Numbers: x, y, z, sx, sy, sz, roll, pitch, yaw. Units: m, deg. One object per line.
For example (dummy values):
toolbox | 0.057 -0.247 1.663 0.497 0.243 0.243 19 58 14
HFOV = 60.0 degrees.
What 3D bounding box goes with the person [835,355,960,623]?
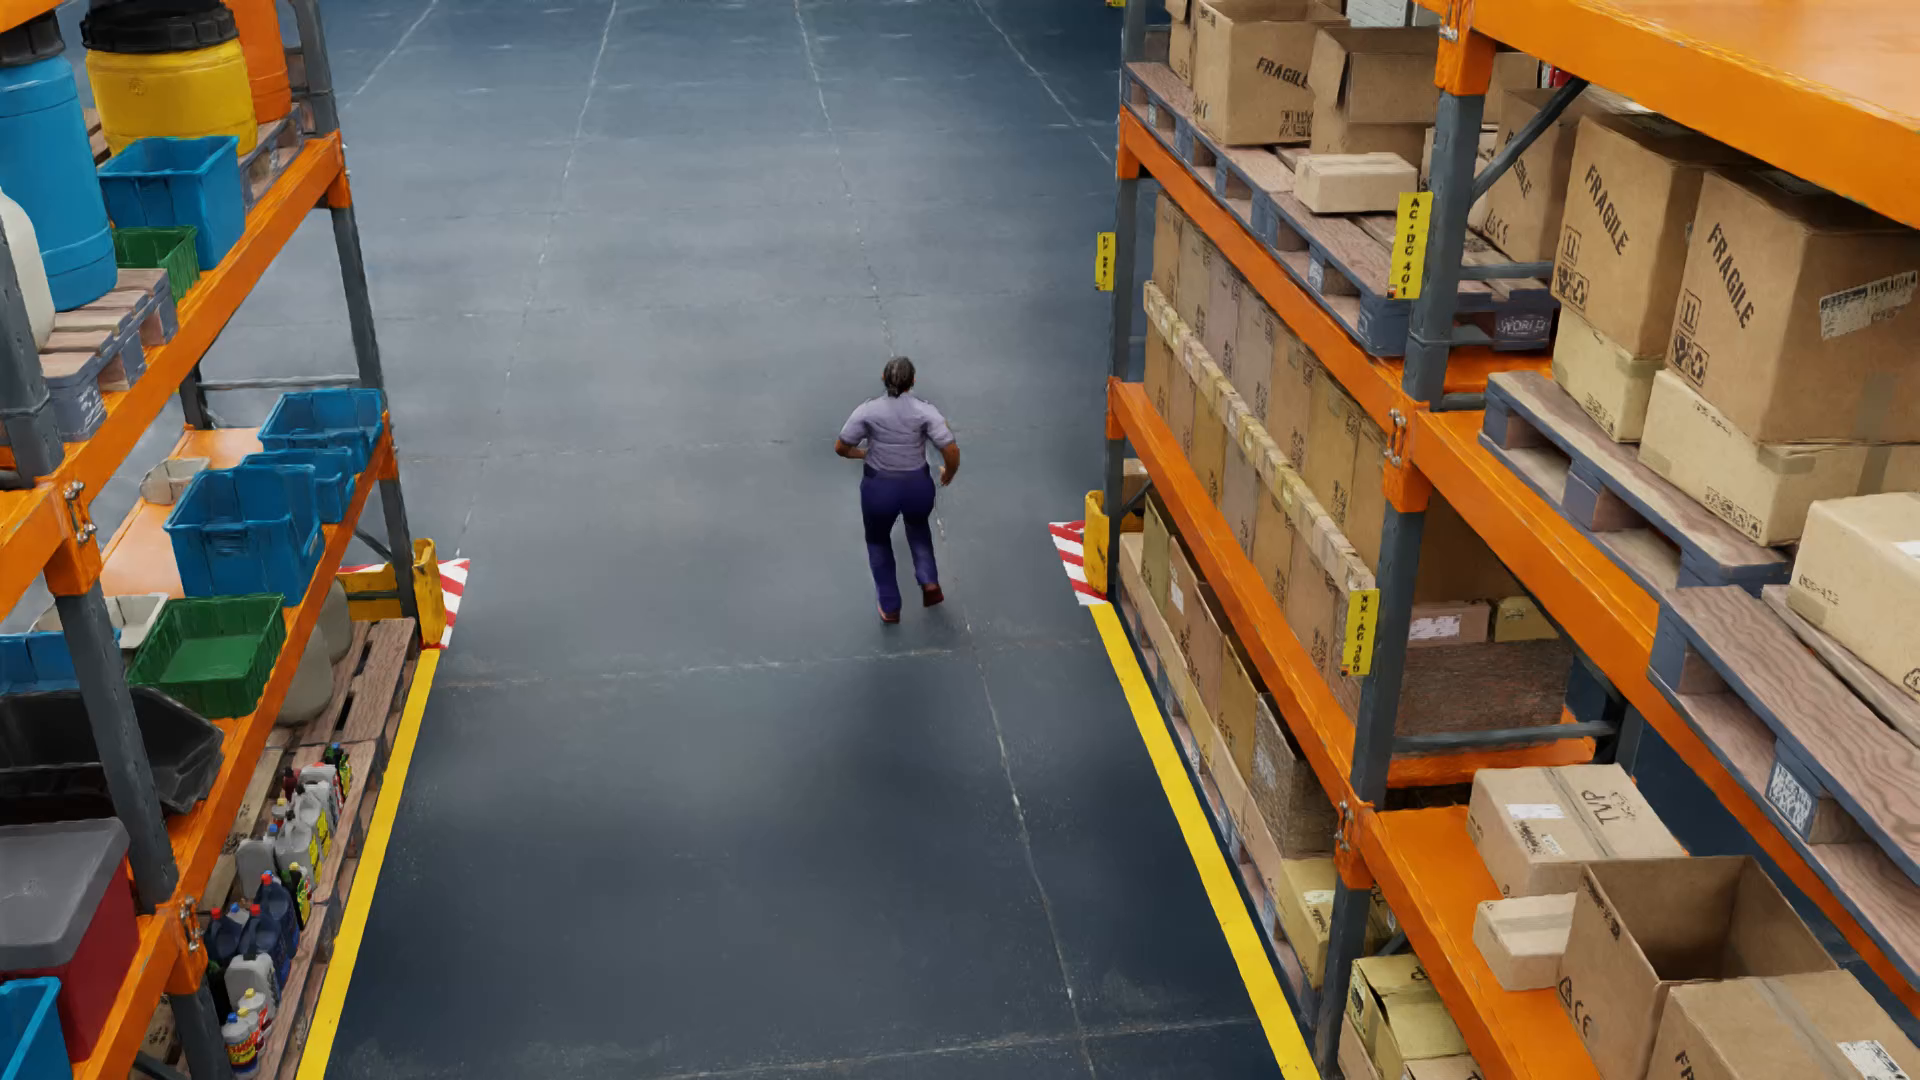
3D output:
person | -0.365 -0.296 9.256 0.665 1.607 0.530 -5 28 -10
